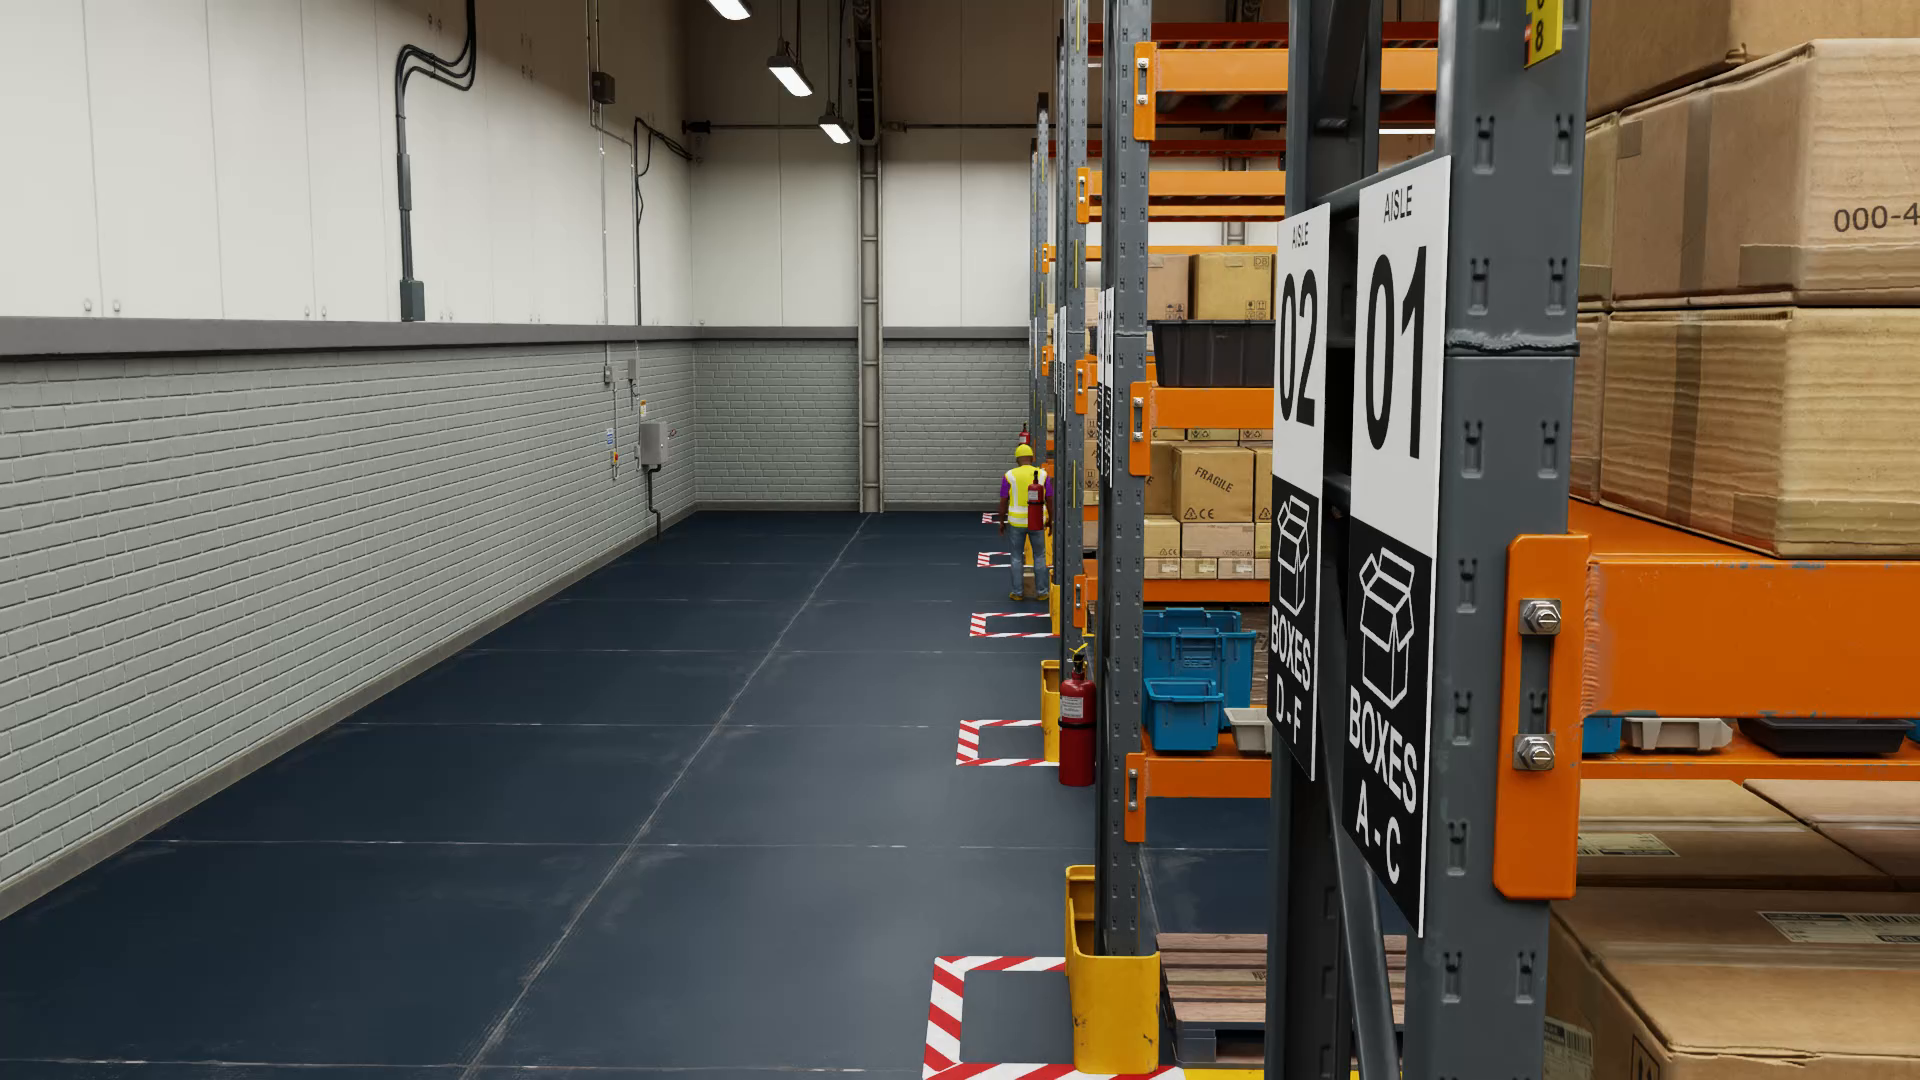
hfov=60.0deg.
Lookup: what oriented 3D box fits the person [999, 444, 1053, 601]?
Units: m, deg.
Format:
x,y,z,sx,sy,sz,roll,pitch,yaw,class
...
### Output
x,y,z,sx,sy,sz,roll,pitch,yaw,class
0.749,-0.198,18.774,0.632,1.759,0.461,0,7,-2,person
